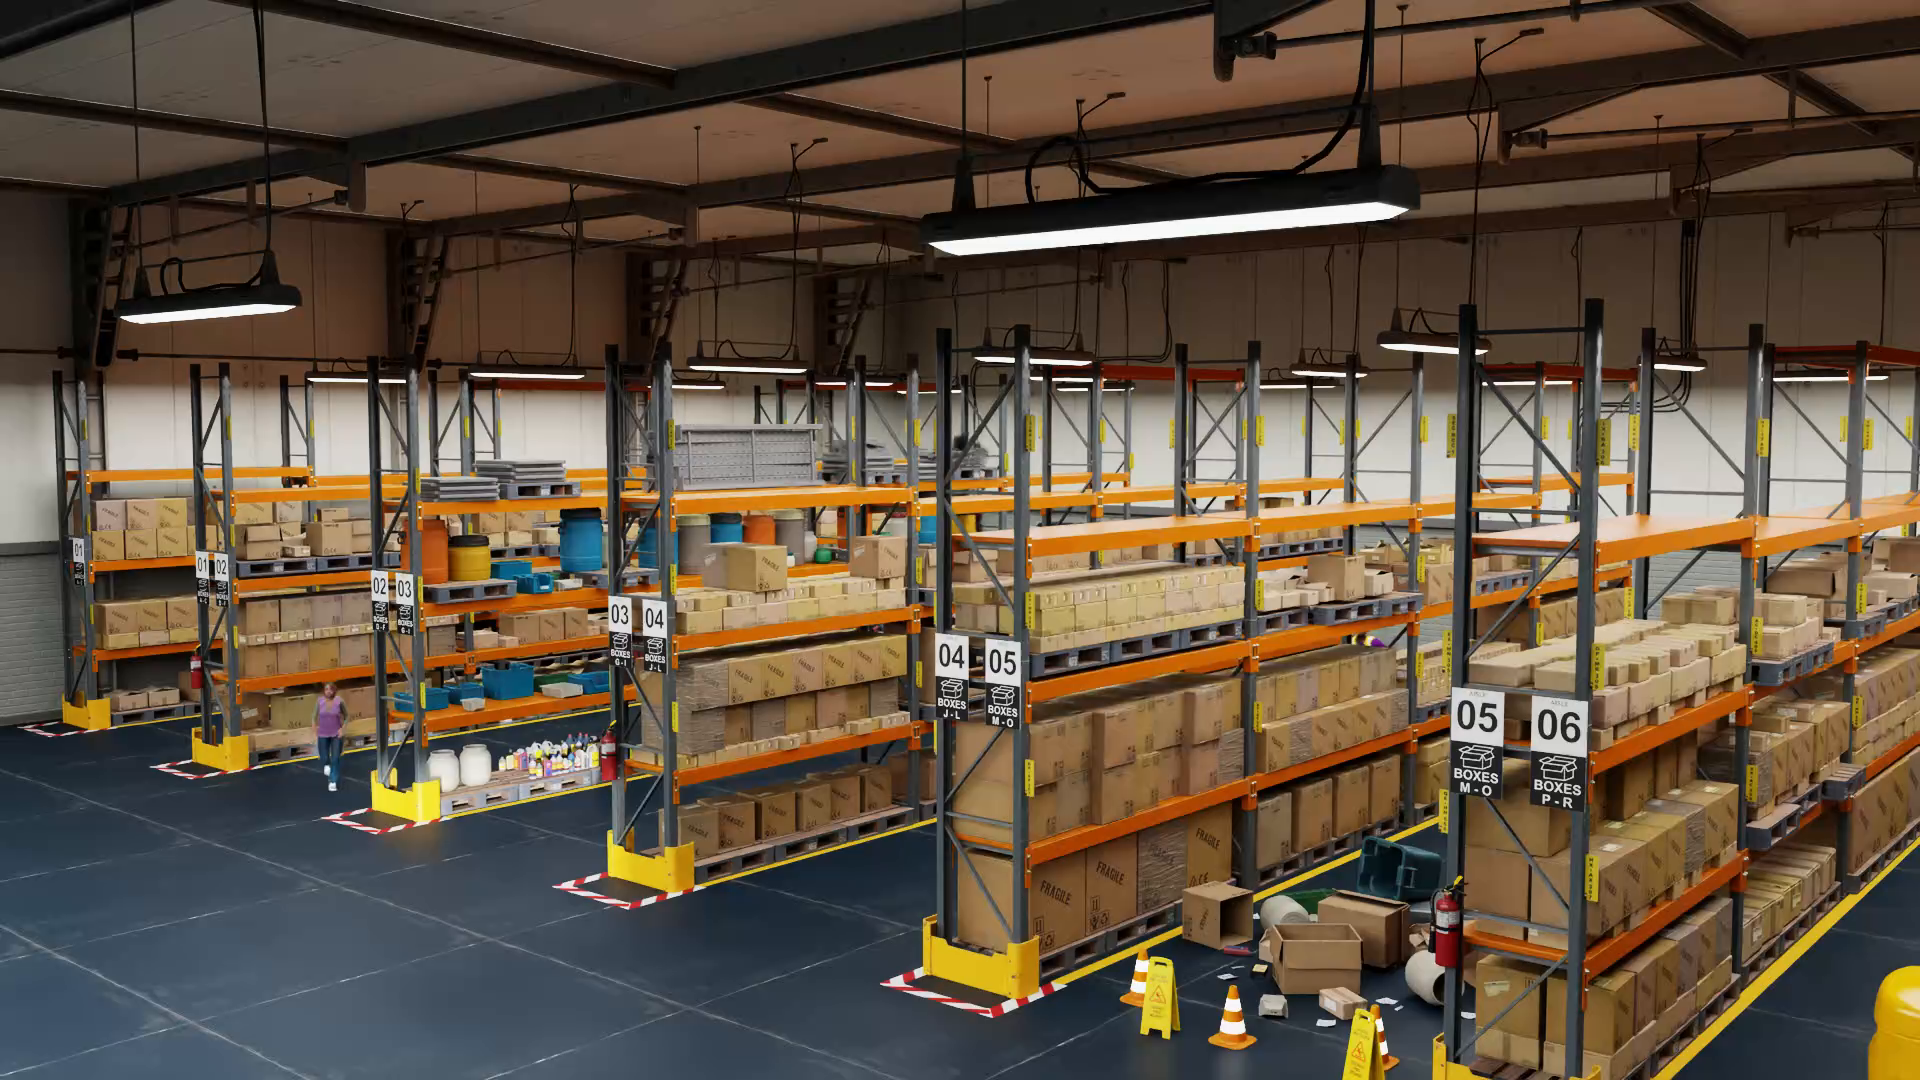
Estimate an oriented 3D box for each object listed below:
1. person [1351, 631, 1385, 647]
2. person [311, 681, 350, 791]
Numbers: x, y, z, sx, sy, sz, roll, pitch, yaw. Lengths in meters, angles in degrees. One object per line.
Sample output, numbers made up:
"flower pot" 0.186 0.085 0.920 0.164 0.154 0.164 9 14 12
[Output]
"person" 6.776 2.262 28.023 0.685 1.824 0.846 3 5 36
"person" -8.787 2.724 23.224 0.523 1.545 0.579 -1 4 -15
